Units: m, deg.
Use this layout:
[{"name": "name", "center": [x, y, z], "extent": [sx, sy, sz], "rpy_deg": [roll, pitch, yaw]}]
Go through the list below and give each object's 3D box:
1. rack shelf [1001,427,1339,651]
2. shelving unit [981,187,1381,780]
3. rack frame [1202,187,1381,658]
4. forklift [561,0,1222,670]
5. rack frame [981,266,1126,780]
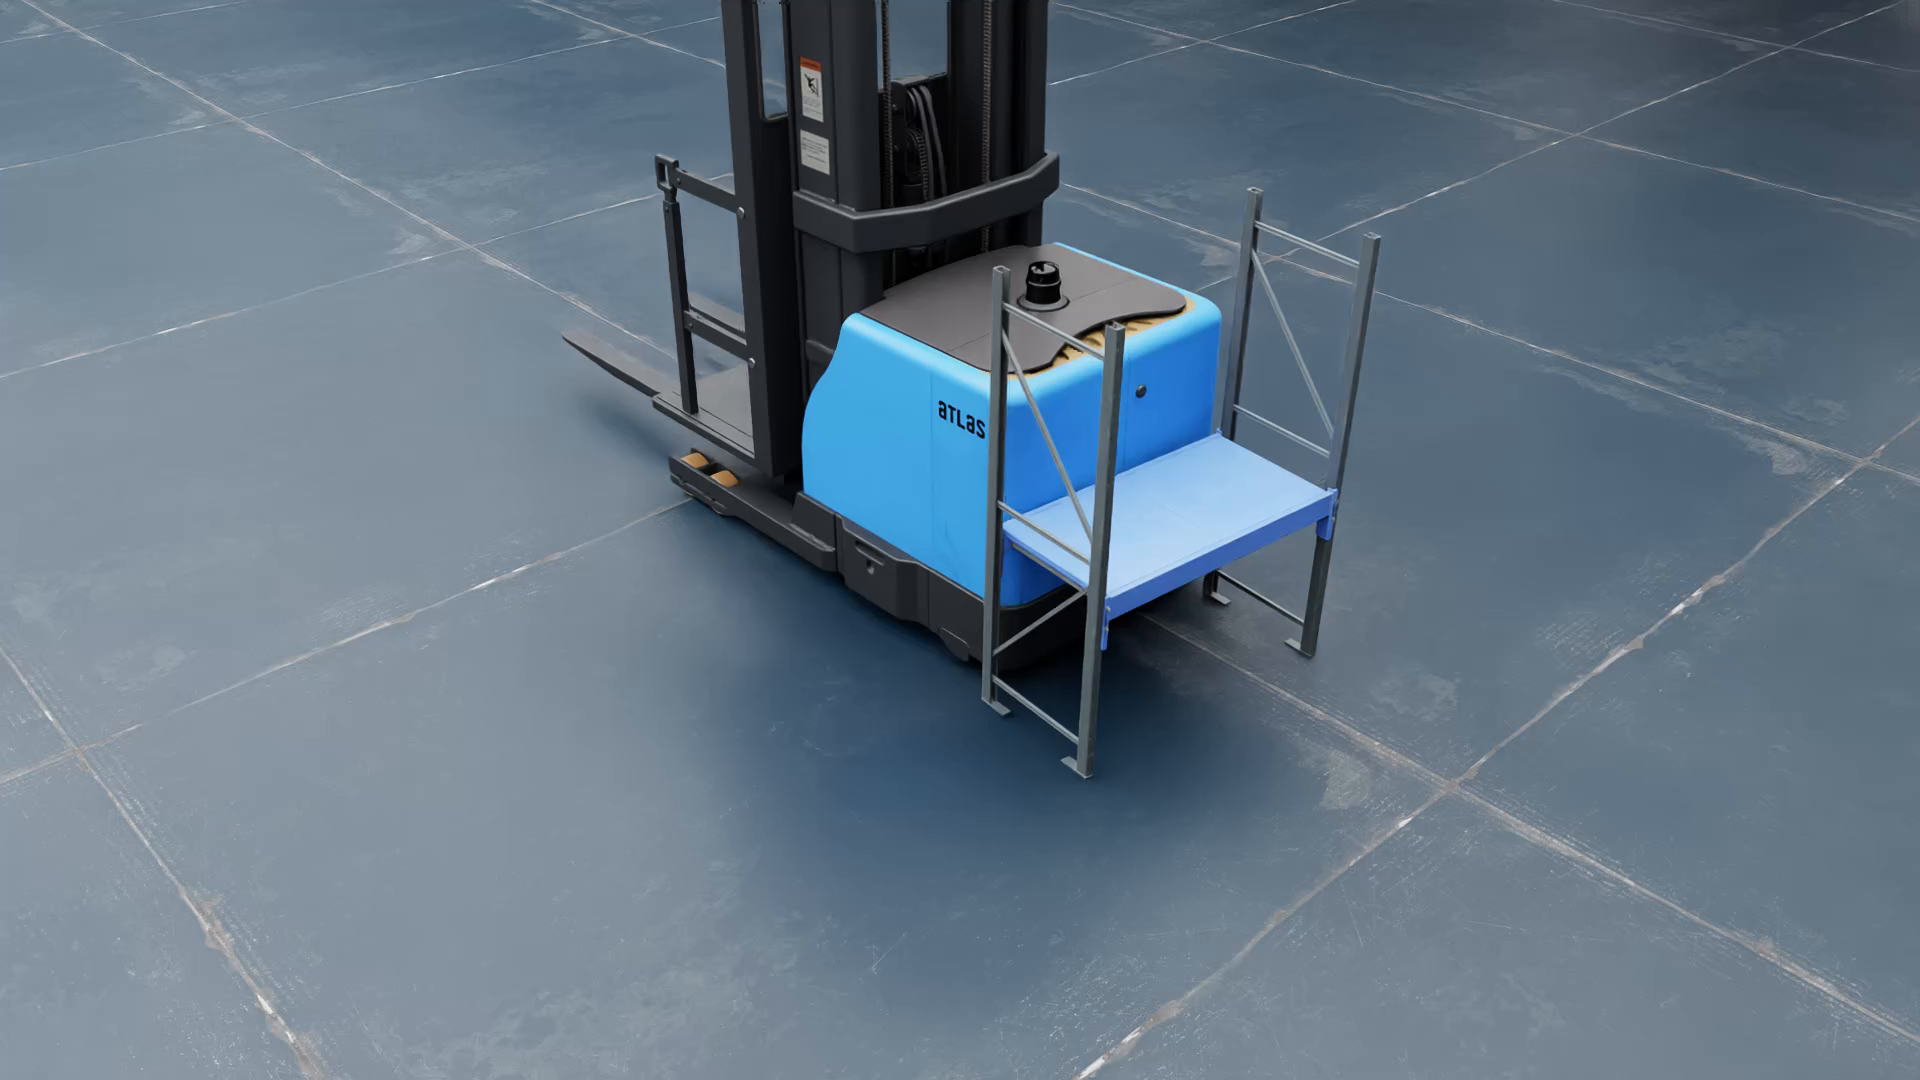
[{"name": "rack shelf", "center": [0.642, -0.028, 5.192], "extent": [1.000, 0.185, 0.538], "rpy_deg": [-23, 39, -32]}, {"name": "shelving unit", "center": [0.644, -0.180, 5.096], "extent": [1.048, 1.500, 0.538], "rpy_deg": [-23, 39, -32]}, {"name": "rack frame", "center": [1.041, -0.346, 5.367], "extent": [0.032, 1.500, 0.500], "rpy_deg": [-23, 39, -32]}, {"name": "forklift", "center": [-0.487, -1.509, 5.908], "extent": [1.130, 2.935, 3.031], "rpy_deg": [-26, 40, -35]}, {"name": "rack frame", "center": [0.248, -0.014, 4.825], "extent": [0.032, 1.500, 0.500], "rpy_deg": [-23, 39, -32]}]
